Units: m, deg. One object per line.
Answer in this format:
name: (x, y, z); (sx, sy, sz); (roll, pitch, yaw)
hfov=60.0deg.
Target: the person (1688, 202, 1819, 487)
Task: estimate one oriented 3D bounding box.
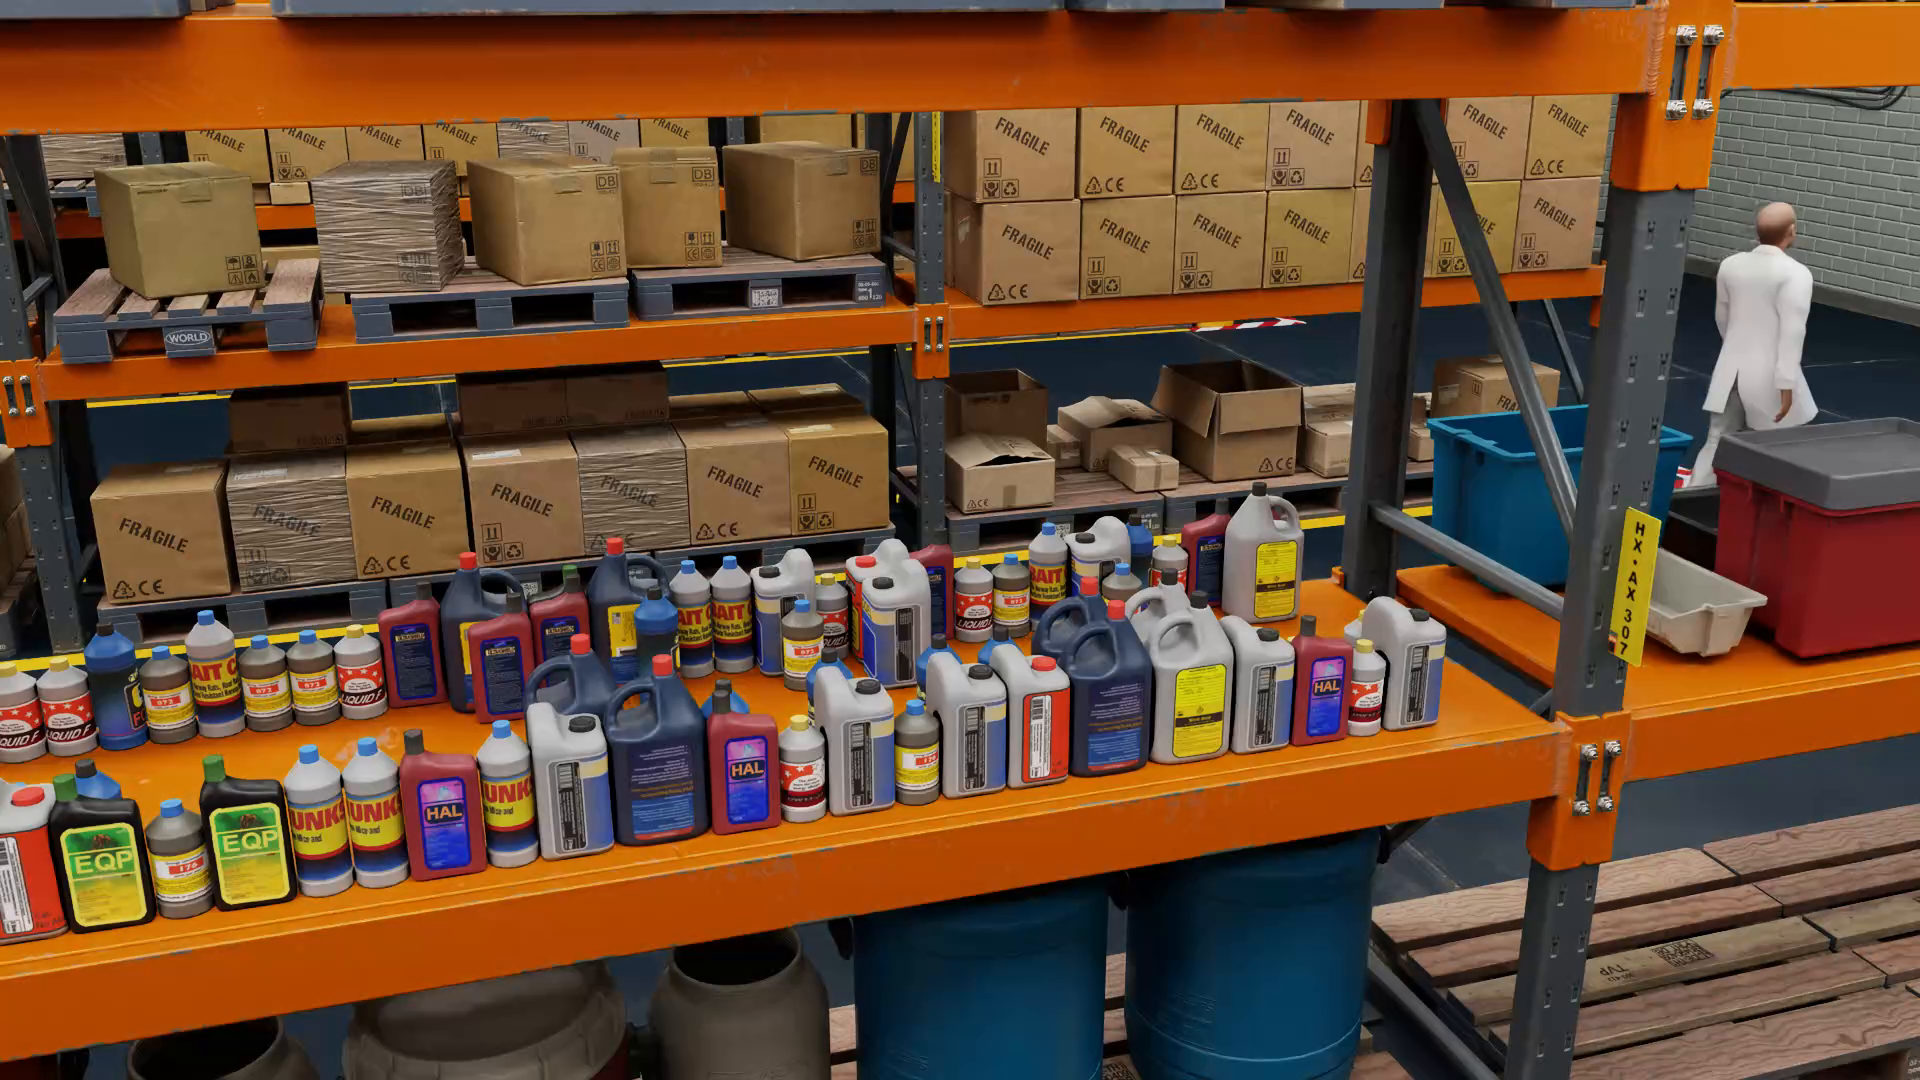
person: (4.155, -0.847, 8.531); (0.942, 1.760, 0.611); (-10, 21, -26)
